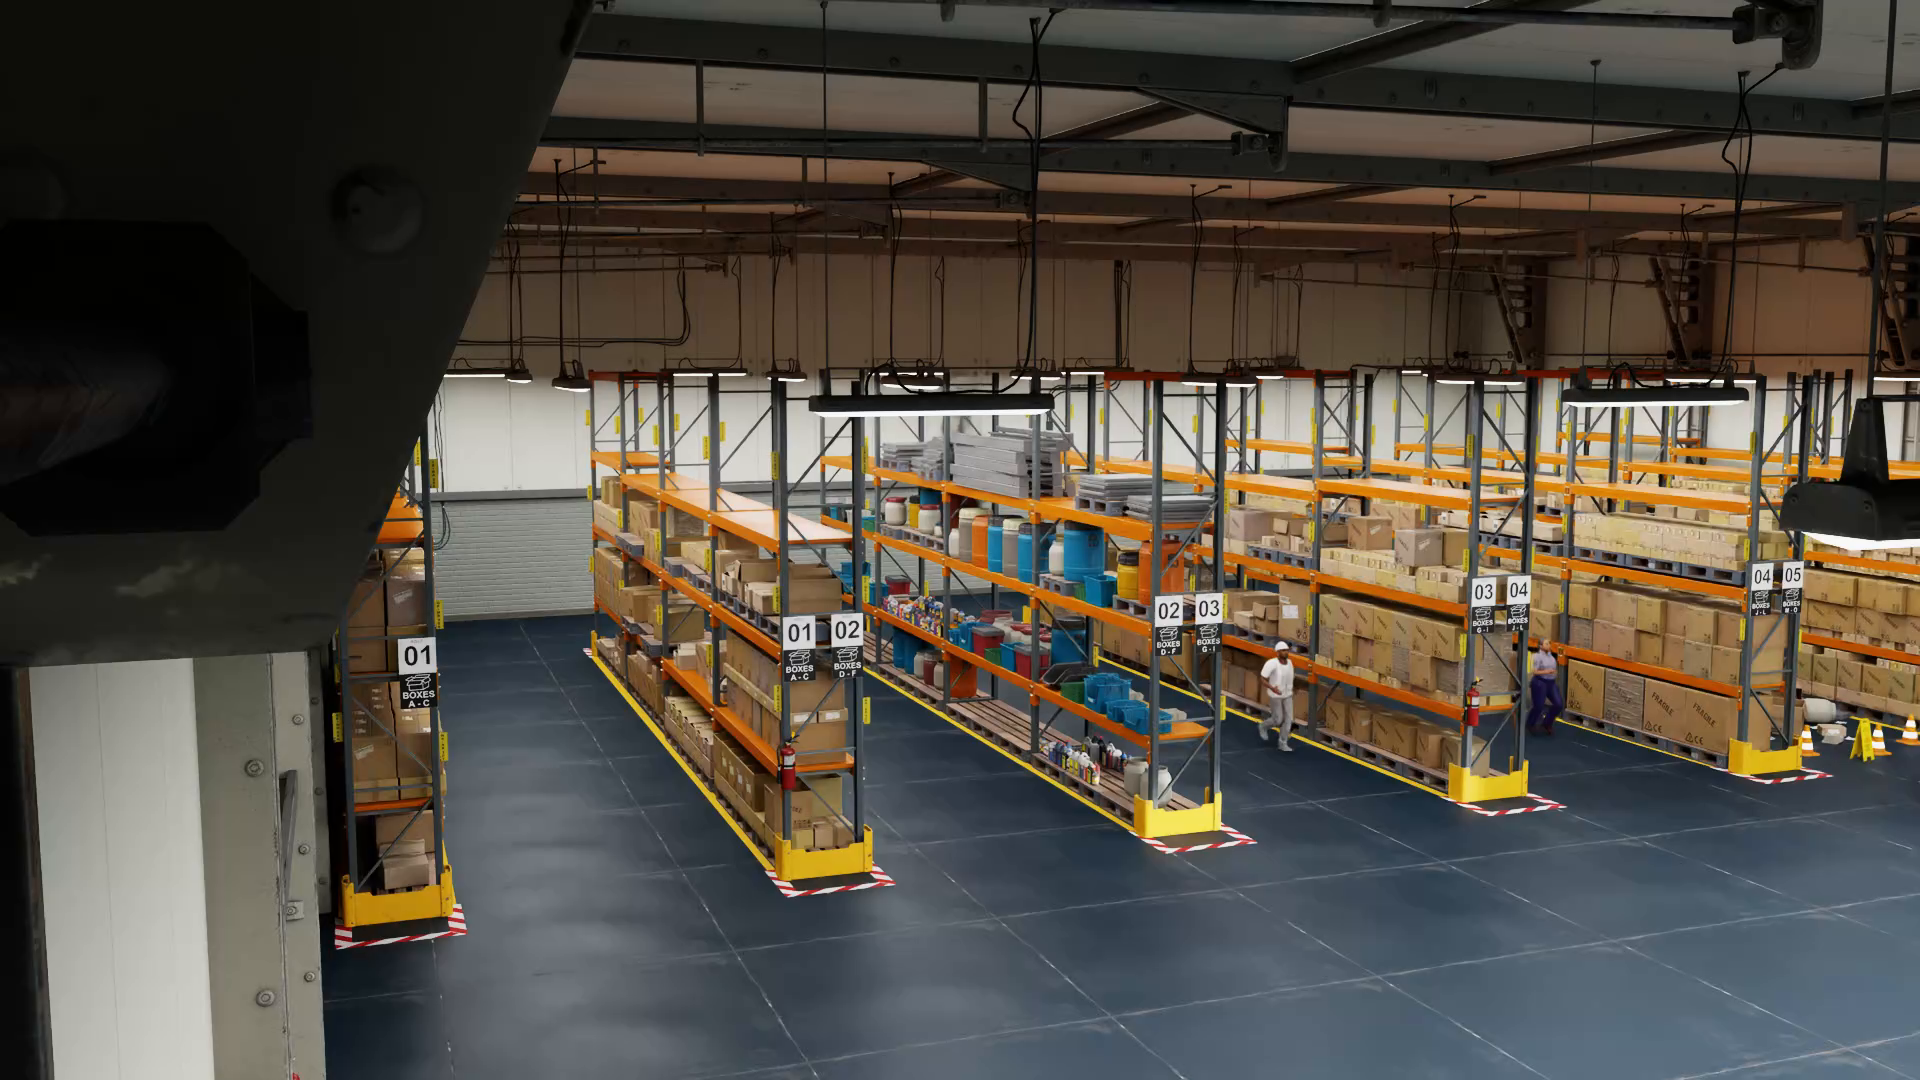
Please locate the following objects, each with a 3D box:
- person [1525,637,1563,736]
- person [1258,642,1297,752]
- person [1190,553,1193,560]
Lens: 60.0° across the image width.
[{"bbox_3d":[9.726,2.448,27.630,0.586,1.676,0.661,-3,7,-27],"label":"person"},{"bbox_3d":[5.121,2.488,26.696,0.697,1.743,0.768,-3,7,-28],"label":"person"},{"bbox_3d":[5.643,1.013,40.609,0.531,1.537,0.618,4,7,29],"label":"person"}]
